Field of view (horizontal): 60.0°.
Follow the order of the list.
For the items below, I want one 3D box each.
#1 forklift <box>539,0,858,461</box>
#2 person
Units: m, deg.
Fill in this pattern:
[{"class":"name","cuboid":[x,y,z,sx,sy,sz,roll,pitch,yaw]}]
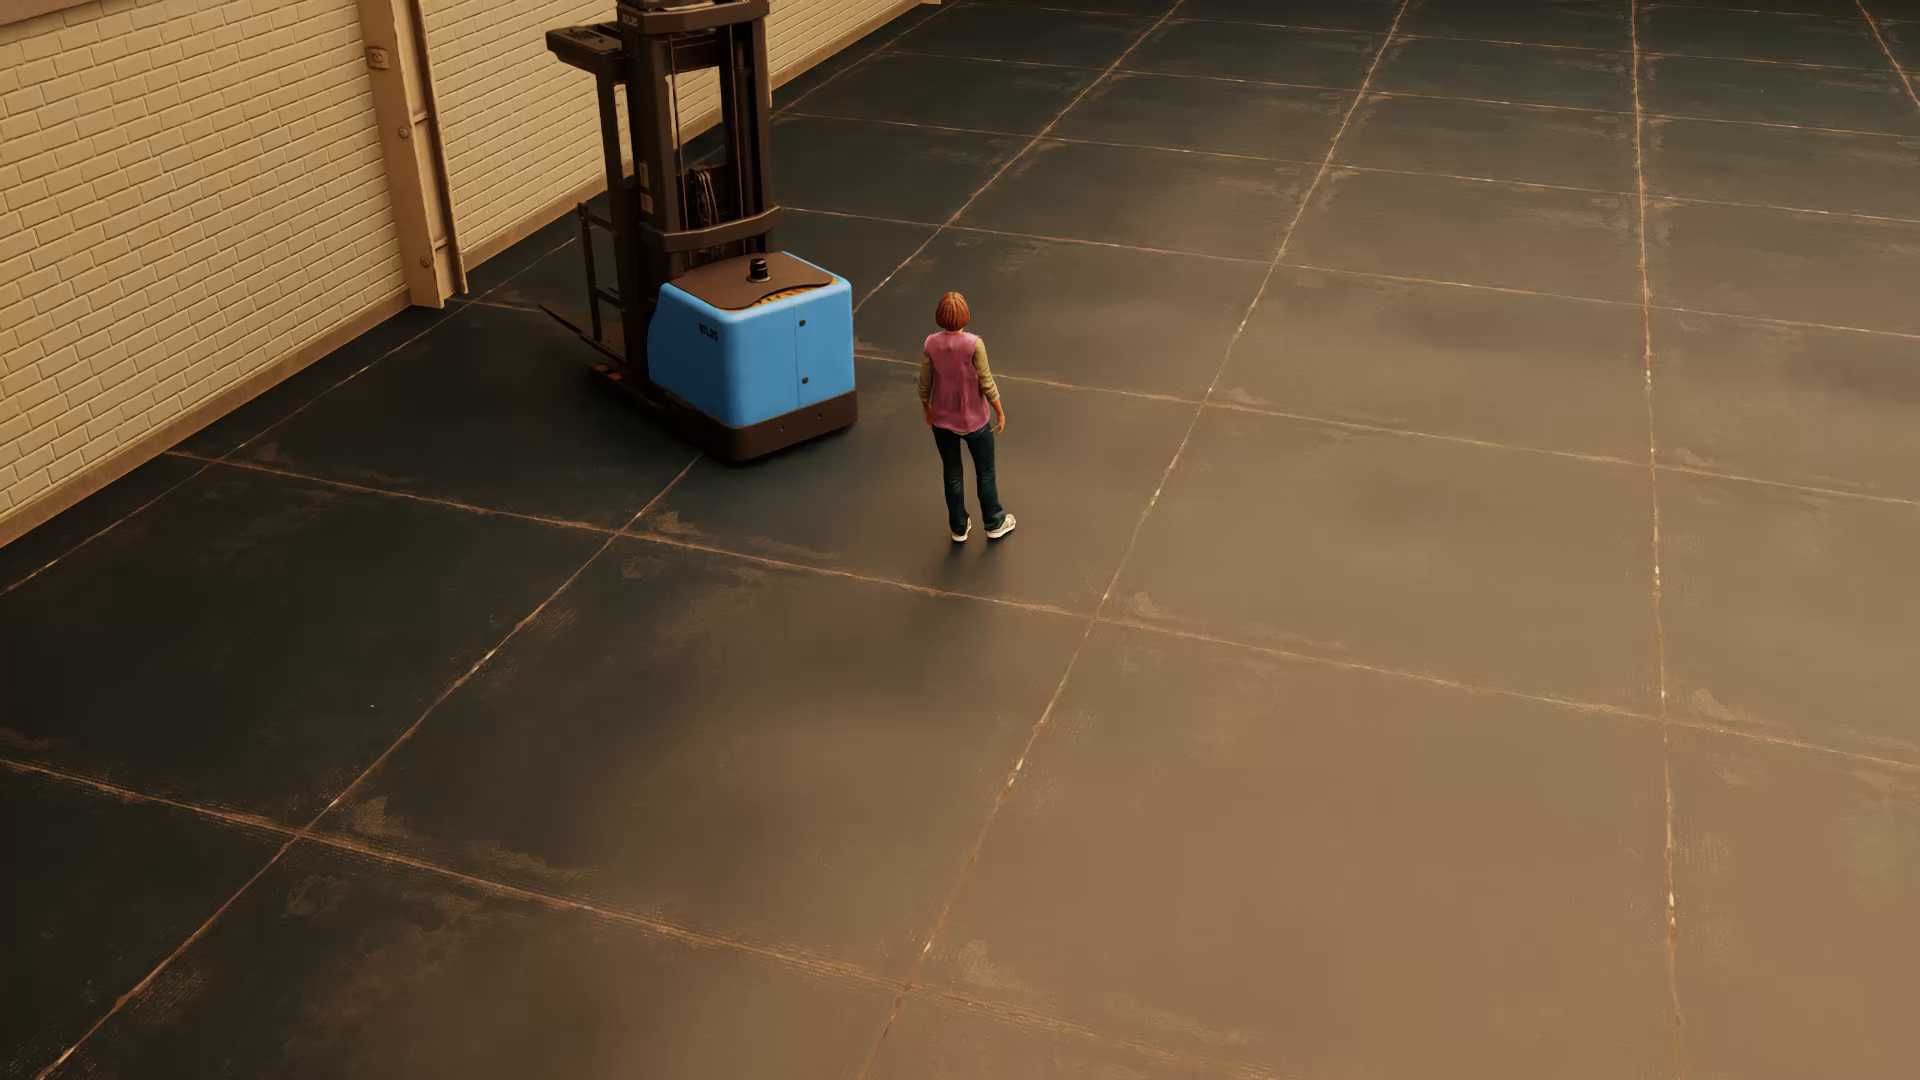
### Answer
[{"class":"forklift","cuboid":[-2.031,-2.444,11.423,1.130,2.935,3.031,-23,37,-34]},{"class":"person","cuboid":[0.037,-0.731,9.754,0.520,1.593,0.476,10,31,16]}]
